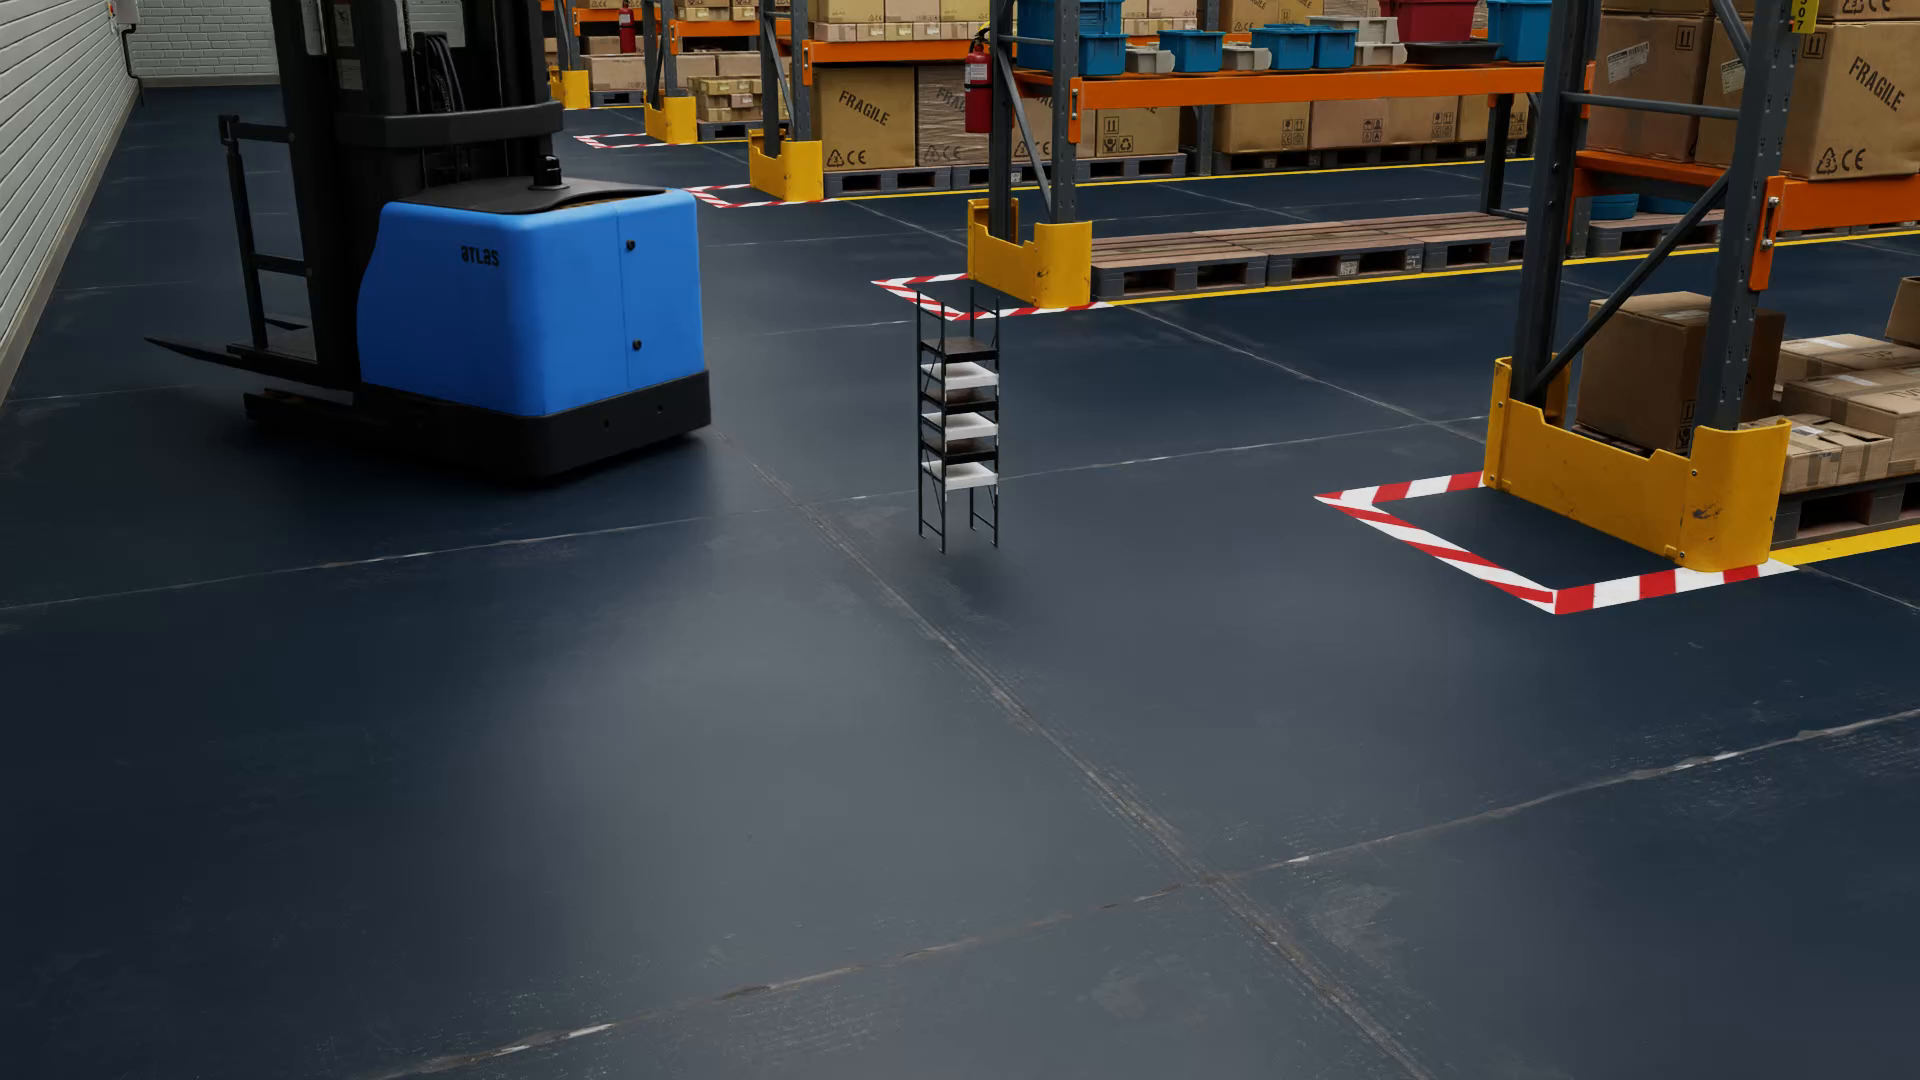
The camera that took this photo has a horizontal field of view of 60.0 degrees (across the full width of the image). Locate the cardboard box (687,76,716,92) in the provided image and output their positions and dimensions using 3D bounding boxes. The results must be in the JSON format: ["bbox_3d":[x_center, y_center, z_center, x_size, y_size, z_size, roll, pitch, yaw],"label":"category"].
[{"bbox_3d":[-3.012,-5.314,19.363,0.250,0.149,0.380,-8,21,-21],"label":"cardboard box"}]

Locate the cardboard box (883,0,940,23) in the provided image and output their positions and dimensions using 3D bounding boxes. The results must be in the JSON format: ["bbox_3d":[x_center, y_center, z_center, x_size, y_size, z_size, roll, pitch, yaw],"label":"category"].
[{"bbox_3d":[-0.504,-4.628,14.429,0.500,0.250,0.500,-8,21,-23],"label":"cardboard box"}]

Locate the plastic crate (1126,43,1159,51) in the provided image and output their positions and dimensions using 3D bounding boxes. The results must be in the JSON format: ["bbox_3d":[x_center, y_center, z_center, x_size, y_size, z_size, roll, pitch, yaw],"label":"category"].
[{"bbox_3d":[1.113,-3.064,10.513,0.243,0.136,0.396,-8,21,-22],"label":"plastic crate"}]

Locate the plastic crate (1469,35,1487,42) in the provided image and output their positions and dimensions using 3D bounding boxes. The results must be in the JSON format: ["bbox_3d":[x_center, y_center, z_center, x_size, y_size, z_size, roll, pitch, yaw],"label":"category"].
[{"bbox_3d":[3.625,-3.410,11.496,0.243,0.136,0.396,-8,21,-22],"label":"plastic crate"}]

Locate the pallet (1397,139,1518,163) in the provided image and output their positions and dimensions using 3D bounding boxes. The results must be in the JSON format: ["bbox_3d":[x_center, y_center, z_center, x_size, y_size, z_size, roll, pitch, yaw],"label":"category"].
[{"bbox_3d":[5.066,-4.164,17.530,1.213,0.211,1.003,-8,21,-22],"label":"pallet"}]

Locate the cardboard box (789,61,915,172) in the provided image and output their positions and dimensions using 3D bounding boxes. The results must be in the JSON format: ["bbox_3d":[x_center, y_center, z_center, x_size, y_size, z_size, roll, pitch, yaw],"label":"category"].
[{"bbox_3d":[-0.970,-3.812,14.899,0.875,0.875,0.875,-8,21,-22],"label":"cardboard box"}]

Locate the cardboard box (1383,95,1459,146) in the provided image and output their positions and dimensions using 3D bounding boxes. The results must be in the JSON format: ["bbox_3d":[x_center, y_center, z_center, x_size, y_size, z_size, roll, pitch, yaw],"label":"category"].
[{"bbox_3d":[4.356,-4.557,17.014,0.875,0.875,1.225,-8,21,-22],"label":"cardboard box"}]

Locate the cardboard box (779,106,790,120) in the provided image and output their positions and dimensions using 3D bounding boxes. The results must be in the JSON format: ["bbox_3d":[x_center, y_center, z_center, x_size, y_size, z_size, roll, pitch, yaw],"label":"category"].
[{"bbox_3d":[-2.079,-4.953,19.232,0.250,0.149,0.380,-8,21,-21],"label":"cardboard box"}]

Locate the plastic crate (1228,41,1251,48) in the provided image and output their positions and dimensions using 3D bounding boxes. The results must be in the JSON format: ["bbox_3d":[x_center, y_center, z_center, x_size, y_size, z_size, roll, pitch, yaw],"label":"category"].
[{"bbox_3d":[1.895,-3.186,10.861,0.250,0.136,0.298,-8,21,-22],"label":"plastic crate"}]

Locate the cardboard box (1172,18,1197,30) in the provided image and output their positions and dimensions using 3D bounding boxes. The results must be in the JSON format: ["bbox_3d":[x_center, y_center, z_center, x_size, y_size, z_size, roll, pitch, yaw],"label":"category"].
[{"bbox_3d":[1.997,-4.775,15.446,0.250,0.149,0.380,-8,21,-22],"label":"cardboard box"}]

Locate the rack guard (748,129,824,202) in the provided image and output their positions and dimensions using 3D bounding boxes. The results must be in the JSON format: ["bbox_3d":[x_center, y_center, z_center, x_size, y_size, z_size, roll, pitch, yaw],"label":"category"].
[{"bbox_3d":[-1.548,-3.325,14.714,0.348,0.500,1.175,-8,21,-22],"label":"rack guard"}]

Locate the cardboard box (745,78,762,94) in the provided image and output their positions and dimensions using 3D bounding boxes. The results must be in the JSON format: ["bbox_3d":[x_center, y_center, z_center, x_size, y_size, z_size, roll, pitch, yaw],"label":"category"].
[{"bbox_3d":[-2.295,-5.200,19.038,0.250,0.149,0.380,-8,21,-22],"label":"cardboard box"}]

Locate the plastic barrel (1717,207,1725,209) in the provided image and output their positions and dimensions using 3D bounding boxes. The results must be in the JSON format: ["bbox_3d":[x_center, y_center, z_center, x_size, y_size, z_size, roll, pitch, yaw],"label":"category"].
[{"bbox_3d":[5.819,-2.755,12.443,0.421,0.512,0.421,0,19,0],"label":"plastic barrel"}]

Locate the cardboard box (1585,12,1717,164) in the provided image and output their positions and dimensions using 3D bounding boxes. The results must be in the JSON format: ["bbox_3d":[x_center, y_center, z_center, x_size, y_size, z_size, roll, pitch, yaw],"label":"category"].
[{"bbox_3d":[2.698,-1.675,6.113,0.500,0.500,0.500,-7,21,-20],"label":"cardboard box"}]

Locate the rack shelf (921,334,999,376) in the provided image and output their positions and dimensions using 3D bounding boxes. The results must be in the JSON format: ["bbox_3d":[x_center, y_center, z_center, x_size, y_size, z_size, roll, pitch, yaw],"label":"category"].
[{"bbox_3d":[-0.007,-0.647,5.791,0.200,0.077,0.258,-8,21,-22],"label":"rack shelf"}]

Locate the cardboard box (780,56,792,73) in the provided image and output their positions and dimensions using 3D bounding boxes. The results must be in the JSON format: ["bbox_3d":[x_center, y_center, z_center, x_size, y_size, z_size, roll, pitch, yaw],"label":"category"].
[{"bbox_3d":[-2.398,-6.996,24.599,0.875,0.438,0.875,-8,21,-23],"label":"cardboard box"}]

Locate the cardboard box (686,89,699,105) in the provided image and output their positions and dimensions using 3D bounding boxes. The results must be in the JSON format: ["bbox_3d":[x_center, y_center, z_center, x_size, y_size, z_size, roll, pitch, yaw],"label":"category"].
[{"bbox_3d":[-3.026,-5.184,19.440,0.250,0.149,0.380,-9,21,-23],"label":"cardboard box"}]

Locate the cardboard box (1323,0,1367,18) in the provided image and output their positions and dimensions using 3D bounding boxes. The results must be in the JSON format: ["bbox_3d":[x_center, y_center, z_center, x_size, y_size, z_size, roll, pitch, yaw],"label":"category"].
[{"bbox_3d":[3.589,-5.197,16.116,0.500,0.500,0.500,-9,21,-23],"label":"cardboard box"}]

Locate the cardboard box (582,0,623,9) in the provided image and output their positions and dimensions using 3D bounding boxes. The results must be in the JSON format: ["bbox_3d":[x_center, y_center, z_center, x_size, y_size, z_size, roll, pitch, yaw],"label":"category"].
[{"bbox_3d":[-4.897,-7.552,22.805,0.500,0.500,0.500,-8,21,-22],"label":"cardboard box"}]

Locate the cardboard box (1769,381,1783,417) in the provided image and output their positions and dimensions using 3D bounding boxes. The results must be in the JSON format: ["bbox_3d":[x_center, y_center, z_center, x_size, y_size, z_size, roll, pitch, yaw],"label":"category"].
[{"bbox_3d":[3.204,-0.530,6.614,0.250,0.166,0.380,-8,21,-22],"label":"cardboard box"}]

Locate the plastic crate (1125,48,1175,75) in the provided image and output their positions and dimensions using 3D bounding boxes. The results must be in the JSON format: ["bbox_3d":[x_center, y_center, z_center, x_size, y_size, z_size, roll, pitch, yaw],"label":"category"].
[{"bbox_3d":[1.120,-2.850,9.907,0.298,0.136,0.250,-8,21,-22],"label":"plastic crate"}]

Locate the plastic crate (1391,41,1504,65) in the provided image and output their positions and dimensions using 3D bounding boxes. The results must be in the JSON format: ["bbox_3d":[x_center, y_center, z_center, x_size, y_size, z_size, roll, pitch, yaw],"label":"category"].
[{"bbox_3d":[3.187,-3.193,10.897,0.590,0.125,0.437,-8,21,-22],"label":"plastic crate"}]

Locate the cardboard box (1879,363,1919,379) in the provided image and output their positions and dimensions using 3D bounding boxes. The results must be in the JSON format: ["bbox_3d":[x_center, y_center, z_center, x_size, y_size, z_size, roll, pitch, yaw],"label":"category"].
[{"bbox_3d":[3.924,-0.513,6.441,0.500,0.250,0.500,-8,21,-22],"label":"cardboard box"}]

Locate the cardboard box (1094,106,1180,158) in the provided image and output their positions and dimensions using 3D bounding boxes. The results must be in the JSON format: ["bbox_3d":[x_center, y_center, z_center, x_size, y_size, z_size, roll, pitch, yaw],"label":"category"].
[{"bbox_3d":[1.509,-4.167,15.908,0.875,0.875,0.875,-8,21,-22],"label":"cardboard box"}]

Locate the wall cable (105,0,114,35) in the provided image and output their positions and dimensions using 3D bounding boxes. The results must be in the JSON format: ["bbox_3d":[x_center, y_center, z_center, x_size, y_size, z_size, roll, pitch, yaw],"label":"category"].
[{"bbox_3d":[-10.620,-7.275,20.590,0.123,1.953,0.585,-8,21,-22],"label":"wall cable"}]

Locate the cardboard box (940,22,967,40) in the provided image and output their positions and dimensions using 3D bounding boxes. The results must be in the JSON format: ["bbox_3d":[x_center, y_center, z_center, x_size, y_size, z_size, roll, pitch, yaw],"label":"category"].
[{"bbox_3d":[-0.127,-4.471,14.582,0.250,0.149,0.380,-9,21,-23],"label":"cardboard box"}]

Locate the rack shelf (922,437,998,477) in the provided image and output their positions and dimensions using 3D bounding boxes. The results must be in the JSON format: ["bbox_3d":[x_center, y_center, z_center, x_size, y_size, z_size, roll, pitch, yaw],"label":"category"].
[{"bbox_3d":[-0.007,-0.307,5.911,0.200,0.077,0.258,-8,21,-22],"label":"rack shelf"}]

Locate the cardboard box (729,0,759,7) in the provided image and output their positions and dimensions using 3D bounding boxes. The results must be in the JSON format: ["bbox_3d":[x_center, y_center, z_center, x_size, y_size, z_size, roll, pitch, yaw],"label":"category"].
[{"bbox_3d":[-2.395,-6.274,18.726,0.500,0.500,0.500,-8,21,-22],"label":"cardboard box"}]

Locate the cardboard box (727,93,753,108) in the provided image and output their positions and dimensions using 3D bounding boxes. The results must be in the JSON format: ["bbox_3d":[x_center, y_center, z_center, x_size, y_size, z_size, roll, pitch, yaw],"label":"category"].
[{"bbox_3d":[-2.541,-5.037,19.022,0.250,0.149,0.380,-8,21,-22],"label":"cardboard box"}]

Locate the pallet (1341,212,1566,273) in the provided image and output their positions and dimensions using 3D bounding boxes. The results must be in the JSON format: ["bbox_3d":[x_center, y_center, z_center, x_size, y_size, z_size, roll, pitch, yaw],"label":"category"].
[{"bbox_3d":[3.449,-2.100,11.667,1.213,0.211,1.003,-8,21,-22],"label":"pallet"}]

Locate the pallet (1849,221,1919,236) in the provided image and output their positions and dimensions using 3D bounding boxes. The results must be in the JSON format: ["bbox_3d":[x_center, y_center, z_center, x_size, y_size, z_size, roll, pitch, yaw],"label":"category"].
[{"bbox_3d":[7.074,-2.618,13.139,1.213,0.211,1.003,-8,21,-22],"label":"pallet"}]

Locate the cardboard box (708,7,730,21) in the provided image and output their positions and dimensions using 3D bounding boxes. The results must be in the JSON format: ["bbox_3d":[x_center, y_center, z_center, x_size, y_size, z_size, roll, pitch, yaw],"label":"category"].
[{"bbox_3d":[-2.753,-5.904,18.651,0.250,0.149,0.380,-7,21,-20],"label":"cardboard box"}]

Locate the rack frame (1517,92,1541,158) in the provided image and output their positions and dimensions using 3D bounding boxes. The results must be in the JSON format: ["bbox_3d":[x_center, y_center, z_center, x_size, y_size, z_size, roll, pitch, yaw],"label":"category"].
[{"bbox_3d":[5.820,-5.560,17.297,0.127,3.000,1.000,-8,21,-22],"label":"rack frame"}]

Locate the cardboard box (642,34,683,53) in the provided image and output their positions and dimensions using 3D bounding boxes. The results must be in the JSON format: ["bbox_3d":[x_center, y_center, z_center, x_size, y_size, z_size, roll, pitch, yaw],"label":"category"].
[{"bbox_3d":[-5.068,-8.351,28.354,0.500,0.500,0.700,-9,21,-24],"label":"cardboard box"}]

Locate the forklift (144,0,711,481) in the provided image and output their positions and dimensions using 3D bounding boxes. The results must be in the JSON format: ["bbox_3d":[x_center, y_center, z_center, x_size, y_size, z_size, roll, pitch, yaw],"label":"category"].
[{"bbox_3d":[-2.588,-1.977,7.224,3.031,2.935,1.130,13,23,32],"label":"forklift"}]

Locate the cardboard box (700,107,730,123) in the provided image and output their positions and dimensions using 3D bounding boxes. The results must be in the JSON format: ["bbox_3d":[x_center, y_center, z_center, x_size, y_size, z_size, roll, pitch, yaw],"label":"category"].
[{"bbox_3d":[-2.790,-4.858,18.963,0.250,0.149,0.380,-8,21,-21],"label":"cardboard box"}]

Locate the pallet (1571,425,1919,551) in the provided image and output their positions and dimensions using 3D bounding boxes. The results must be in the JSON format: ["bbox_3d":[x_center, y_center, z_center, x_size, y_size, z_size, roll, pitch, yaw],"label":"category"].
[{"bbox_3d":[3.196,-0.286,6.517,1.213,0.211,1.003,-8,21,-22],"label":"pallet"}]

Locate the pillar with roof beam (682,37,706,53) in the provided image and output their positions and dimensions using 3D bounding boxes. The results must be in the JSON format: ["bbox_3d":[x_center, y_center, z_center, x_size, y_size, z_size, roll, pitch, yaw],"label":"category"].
[{"bbox_3d":[-3.039,-11.269,24.478,0.400,9.000,9.100,-8,21,-22],"label":"pillar with roof beam"}]

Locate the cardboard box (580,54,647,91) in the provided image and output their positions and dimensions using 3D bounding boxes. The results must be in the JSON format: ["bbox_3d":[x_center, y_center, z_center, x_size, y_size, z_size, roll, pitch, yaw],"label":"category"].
[{"bbox_3d":[-4.885,-6.637,23.580,0.875,0.438,0.875,-9,21,-24],"label":"cardboard box"}]

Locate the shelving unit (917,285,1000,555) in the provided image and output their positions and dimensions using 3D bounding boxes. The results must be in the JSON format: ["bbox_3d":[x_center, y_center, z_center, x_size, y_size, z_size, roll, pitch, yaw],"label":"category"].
[{"bbox_3d":[-0.007,-0.423,5.870,0.210,0.900,0.258,-8,21,-22],"label":"shelving unit"}]

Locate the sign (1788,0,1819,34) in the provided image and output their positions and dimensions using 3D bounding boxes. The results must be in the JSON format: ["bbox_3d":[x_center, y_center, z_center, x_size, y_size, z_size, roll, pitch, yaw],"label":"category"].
[{"bbox_3d":[2.609,-1.729,5.113,0.005,0.325,0.100,-8,21,-22],"label":"sign"}]

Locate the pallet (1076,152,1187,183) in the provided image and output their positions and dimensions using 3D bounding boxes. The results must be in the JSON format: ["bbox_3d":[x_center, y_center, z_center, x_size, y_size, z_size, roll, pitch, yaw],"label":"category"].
[{"bbox_3d":[1.418,-3.642,16.049,1.213,0.211,1.003,-8,21,-22],"label":"pallet"}]

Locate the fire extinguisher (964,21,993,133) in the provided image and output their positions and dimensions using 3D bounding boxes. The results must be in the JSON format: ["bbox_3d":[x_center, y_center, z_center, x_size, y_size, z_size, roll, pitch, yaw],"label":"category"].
[{"bbox_3d":[0.117,-2.904,10.430,0.183,0.674,0.296,-8,21,-22],"label":"fire extinguisher"}]

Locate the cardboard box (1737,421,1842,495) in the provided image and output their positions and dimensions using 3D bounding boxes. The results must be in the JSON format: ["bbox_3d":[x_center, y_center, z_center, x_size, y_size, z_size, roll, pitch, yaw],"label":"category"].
[{"bbox_3d":[2.915,-0.299,5.986,0.250,0.149,0.380,-8,21,-22],"label":"cardboard box"}]

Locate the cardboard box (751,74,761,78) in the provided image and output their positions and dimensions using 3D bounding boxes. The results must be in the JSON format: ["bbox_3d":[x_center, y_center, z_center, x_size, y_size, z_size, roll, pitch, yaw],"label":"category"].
[{"bbox_3d":[-2.308,-5.417,19.656,0.250,0.149,0.380,-9,21,-24],"label":"cardboard box"}]

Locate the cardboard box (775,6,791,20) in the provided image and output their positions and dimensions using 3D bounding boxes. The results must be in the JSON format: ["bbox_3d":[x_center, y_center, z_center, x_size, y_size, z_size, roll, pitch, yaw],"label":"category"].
[{"bbox_3d":[-2.043,-6.027,19.001,0.250,0.149,0.380,-8,21,-22],"label":"cardboard box"}]

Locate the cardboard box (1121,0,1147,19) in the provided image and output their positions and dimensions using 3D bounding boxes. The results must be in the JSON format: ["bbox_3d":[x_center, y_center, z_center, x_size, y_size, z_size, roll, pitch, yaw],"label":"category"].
[{"bbox_3d":[1.371,-4.896,15.190,0.500,0.250,0.500,-7,21,-20],"label":"cardboard box"}]

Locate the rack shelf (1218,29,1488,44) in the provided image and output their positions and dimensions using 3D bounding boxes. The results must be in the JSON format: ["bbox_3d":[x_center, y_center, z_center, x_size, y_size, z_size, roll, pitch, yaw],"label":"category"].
[{"bbox_3d":[3.983,-4.958,16.669,4.000,0.370,1.077,-8,21,-22],"label":"rack shelf"}]

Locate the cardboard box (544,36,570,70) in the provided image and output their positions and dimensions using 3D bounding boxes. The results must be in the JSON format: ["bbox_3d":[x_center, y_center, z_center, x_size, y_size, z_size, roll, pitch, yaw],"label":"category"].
[{"bbox_3d":[-6.822,-8.115,27.680,0.637,0.503,0.797,-9,21,-24],"label":"cardboard box"}]

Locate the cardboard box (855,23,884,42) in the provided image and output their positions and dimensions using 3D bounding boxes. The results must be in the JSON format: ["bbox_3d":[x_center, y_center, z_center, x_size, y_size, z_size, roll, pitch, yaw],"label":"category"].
[{"bbox_3d":[-0.834,-4.369,14.293,0.250,0.149,0.380,-8,21,-23],"label":"cardboard box"}]

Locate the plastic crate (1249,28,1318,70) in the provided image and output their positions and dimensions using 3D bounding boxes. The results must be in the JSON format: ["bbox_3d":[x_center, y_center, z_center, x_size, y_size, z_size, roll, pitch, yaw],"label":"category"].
[{"bbox_3d":[2.002,-3.052,10.335,0.300,0.233,0.416,-8,21,-22],"label":"plastic crate"}]

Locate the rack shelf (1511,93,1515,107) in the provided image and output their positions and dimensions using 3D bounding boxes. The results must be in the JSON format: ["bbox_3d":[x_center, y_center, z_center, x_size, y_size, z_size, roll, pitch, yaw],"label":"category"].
[{"bbox_3d":[5.945,-3.447,12.379,4.000,0.370,1.077,-8,21,-22],"label":"rack shelf"}]

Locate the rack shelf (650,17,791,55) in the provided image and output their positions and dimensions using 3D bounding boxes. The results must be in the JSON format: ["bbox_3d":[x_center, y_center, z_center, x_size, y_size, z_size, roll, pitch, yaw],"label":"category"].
[{"bbox_3d":[-1.561,-5.957,19.508,4.000,0.370,1.077,-8,21,-22],"label":"rack shelf"}]

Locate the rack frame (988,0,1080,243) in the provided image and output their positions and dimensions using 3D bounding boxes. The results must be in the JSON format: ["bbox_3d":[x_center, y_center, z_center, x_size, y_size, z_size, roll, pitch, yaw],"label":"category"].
[{"bbox_3d":[0.436,-2.997,10.018,0.127,3.000,1.000,-8,21,-22],"label":"rack frame"}]

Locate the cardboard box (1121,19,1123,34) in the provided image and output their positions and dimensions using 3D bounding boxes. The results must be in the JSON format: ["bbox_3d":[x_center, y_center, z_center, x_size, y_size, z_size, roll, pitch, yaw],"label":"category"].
[{"bbox_3d":[1.288,-4.674,15.158,0.250,0.149,0.380,-8,21,-21],"label":"cardboard box"}]

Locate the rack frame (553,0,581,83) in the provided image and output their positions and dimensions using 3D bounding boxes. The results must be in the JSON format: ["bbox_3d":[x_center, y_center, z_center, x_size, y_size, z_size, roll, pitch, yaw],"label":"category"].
[{"bbox_3d":[-5.451,-7.530,22.891,0.127,3.000,1.000,-8,21,-22],"label":"rack frame"}]

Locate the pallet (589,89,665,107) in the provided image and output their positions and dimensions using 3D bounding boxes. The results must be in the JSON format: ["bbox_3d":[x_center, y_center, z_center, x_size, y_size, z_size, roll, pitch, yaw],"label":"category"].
[{"bbox_3d":[-4.748,-6.343,23.720,1.213,0.211,1.003,-8,21,-22],"label":"pallet"}]

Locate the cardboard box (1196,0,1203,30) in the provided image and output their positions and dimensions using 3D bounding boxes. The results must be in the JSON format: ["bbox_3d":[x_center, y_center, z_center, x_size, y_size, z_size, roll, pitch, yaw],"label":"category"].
[{"bbox_3d":[2.468,-5.226,16.197,0.500,0.500,0.500,-8,21,-22],"label":"cardboard box"}]
